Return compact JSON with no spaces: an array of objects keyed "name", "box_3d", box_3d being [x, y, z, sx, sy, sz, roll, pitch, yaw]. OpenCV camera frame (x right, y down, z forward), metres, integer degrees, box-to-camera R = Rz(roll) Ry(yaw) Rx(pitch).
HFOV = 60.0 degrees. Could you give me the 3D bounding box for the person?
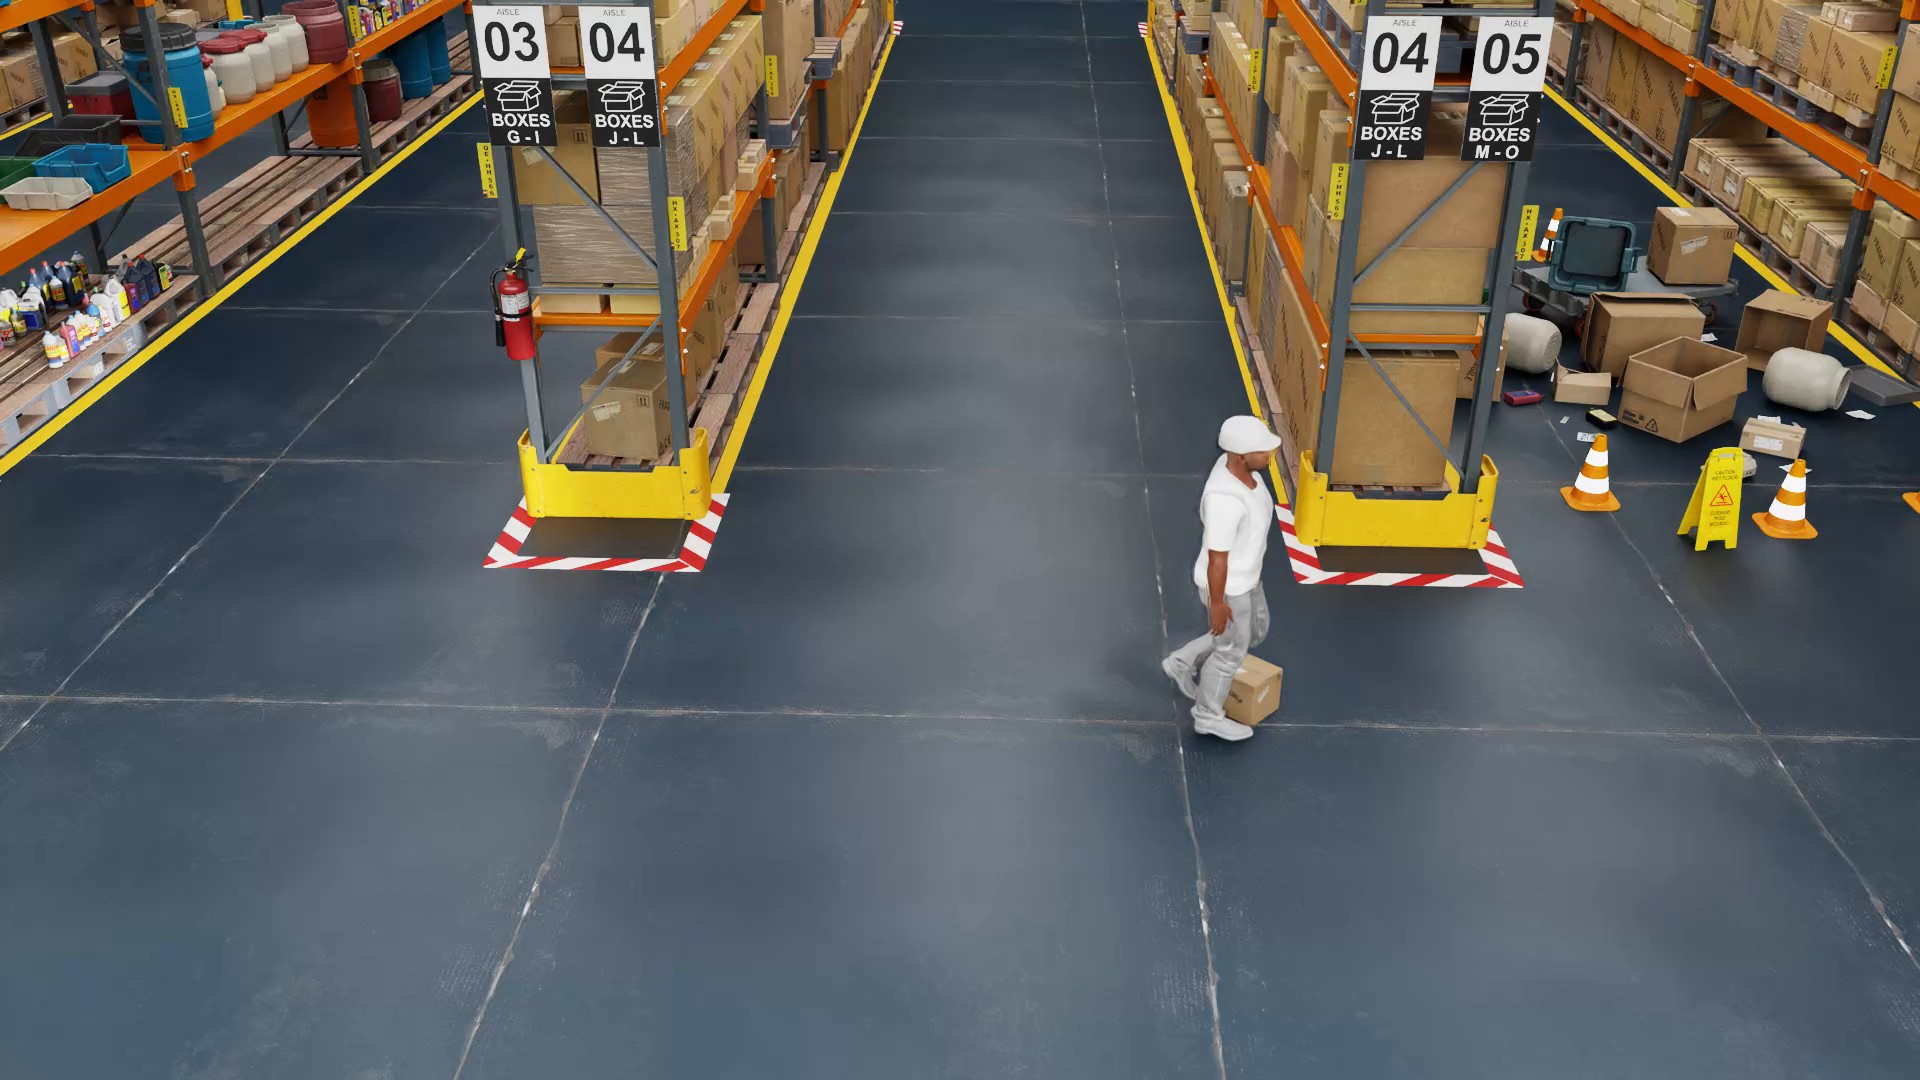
[{"name":"person","box_3d":[1.275,0.170,8.227,0.528,1.756,0.596,9,29,16]}]
